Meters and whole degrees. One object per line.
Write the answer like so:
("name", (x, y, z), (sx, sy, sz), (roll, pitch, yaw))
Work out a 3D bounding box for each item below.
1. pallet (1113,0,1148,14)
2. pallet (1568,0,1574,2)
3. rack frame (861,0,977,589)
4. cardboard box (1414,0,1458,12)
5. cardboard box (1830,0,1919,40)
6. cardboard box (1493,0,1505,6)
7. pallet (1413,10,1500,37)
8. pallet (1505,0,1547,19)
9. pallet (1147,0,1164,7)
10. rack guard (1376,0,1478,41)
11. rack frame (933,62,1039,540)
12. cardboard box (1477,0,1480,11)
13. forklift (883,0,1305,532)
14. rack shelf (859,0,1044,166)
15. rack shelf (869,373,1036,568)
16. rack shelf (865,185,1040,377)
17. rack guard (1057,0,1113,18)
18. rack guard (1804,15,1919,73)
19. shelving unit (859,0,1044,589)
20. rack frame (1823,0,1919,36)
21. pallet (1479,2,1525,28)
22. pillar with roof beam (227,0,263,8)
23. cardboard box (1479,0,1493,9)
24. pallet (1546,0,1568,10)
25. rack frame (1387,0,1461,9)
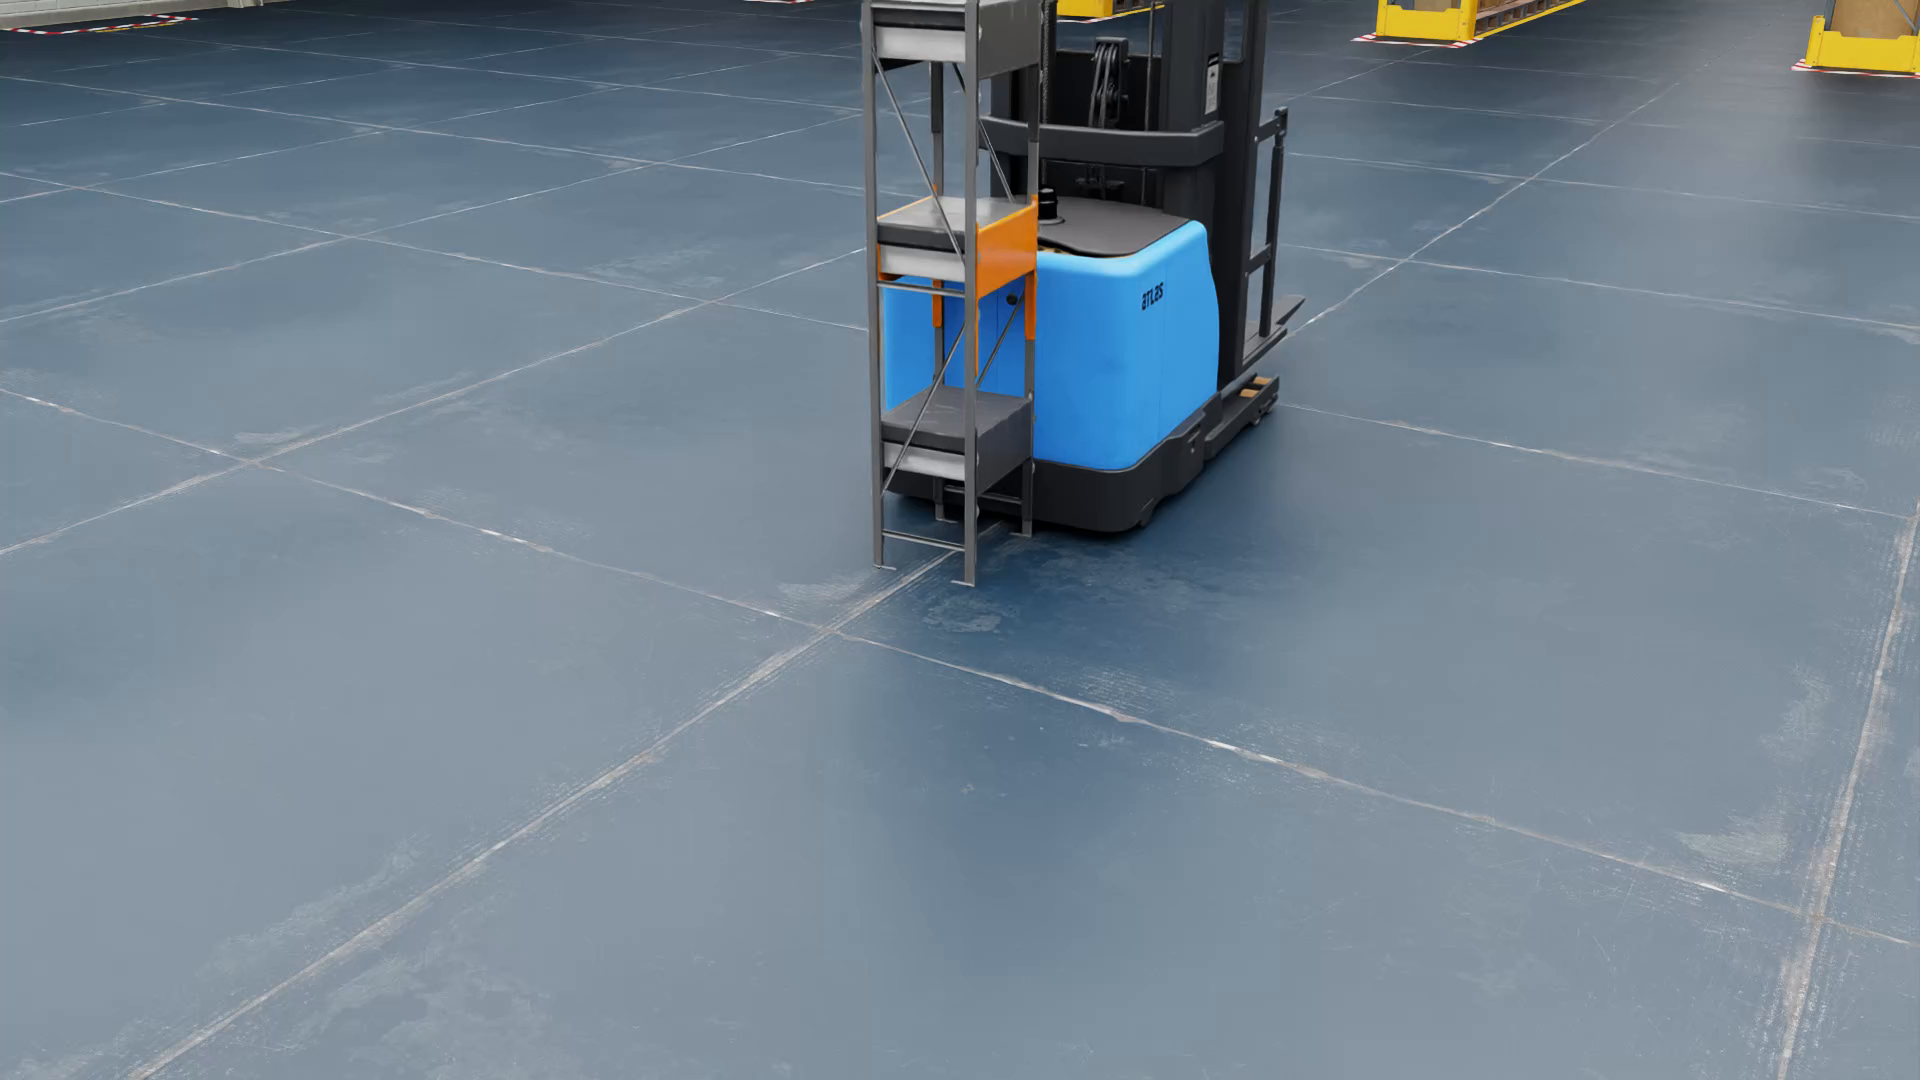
("pallet", (1.982, -7.704, 23.780), (1.003, 0.211, 1.213), (14, 27, 29))
("pallet", (8.919, -8.384, 25.351), (1.003, 0.211, 1.213), (14, 27, 29))
("rack frame", (-0.130, -0.829, 5.522), (0.400, 2.100, 0.015), (11, 26, 24))
("cardboard box", (6.100, -6.890, 21.007), (0.500, 0.500, 0.500), (20, 30, 38))
("cardboard box", (10.219, -6.024, 18.535), (0.875, 0.875, 0.875), (14, 27, 29))
("cardboard box", (7.065, -7.485, 22.383), (0.500, 0.500, 0.500), (11, 26, 24))
("pallet", (6.255, -6.650, 21.345), (1.003, 0.211, 1.213), (14, 27, 29))
("pallet", (7.542, -7.473, 23.247), (1.003, 0.211, 1.213), (14, 27, 29))
("pallet", (2.626, -8.114, 24.727), (1.003, 0.211, 1.213), (14, 27, 29))
("rack guard", (5.797, -6.516, 20.671), (1.175, 0.500, 0.348), (14, 27, 29))
("rack frame", (0.088, -1.003, 5.923), (0.400, 2.100, 0.015), (11, 26, 24))
("cardboard box", (6.386, -7.099, 21.490), (0.500, 0.500, 0.500), (-20, 31, -39))
("forklift", (0.806, -1.924, 7.004), (1.130, 2.935, 3.031), (11, 26, 24))
("rack shelf", (-0.021, -1.546, 5.450), (0.431, 0.518, 0.480), (11, 26, 24))
("rack shelf", (-0.021, -0.261, 6.006), (0.431, 0.518, 0.480), (11, 26, 24))
("rack shelf", (-0.021, -0.903, 5.728), (0.431, 0.518, 0.480), (11, 26, 24))
("rack guard", (1.549, -7.563, 23.092), (1.175, 0.500, 0.348), (14, 27, 29))
("rack guard", (9.904, -5.408, 18.114), (1.175, 0.500, 0.348), (14, 27, 29))
("shelving unit", (-0.021, -0.916, 5.722), (0.431, 2.100, 0.503), (11, 26, 24))
("rack frame", (9.917, -6.563, 17.636), (1.000, 3.000, 0.127), (14, 27, 29))
("pallet", (6.900, -7.060, 22.292), (1.003, 0.211, 1.213), (14, 27, 29))
("pillar with roof beam", (-6.741, -10.994, 20.320), (9.100, 9.000, 0.400), (14, 27, 29))
("cardboard box", (6.733, -7.306, 21.969), (0.500, 0.500, 0.500), (17, 29, 34))
("pallet", (8.276, -7.970, 24.396), (1.003, 0.211, 1.213), (14, 27, 29))
("rack frame", (5.757, -7.637, 20.116), (1.000, 3.000, 0.127), (14, 27, 29))
